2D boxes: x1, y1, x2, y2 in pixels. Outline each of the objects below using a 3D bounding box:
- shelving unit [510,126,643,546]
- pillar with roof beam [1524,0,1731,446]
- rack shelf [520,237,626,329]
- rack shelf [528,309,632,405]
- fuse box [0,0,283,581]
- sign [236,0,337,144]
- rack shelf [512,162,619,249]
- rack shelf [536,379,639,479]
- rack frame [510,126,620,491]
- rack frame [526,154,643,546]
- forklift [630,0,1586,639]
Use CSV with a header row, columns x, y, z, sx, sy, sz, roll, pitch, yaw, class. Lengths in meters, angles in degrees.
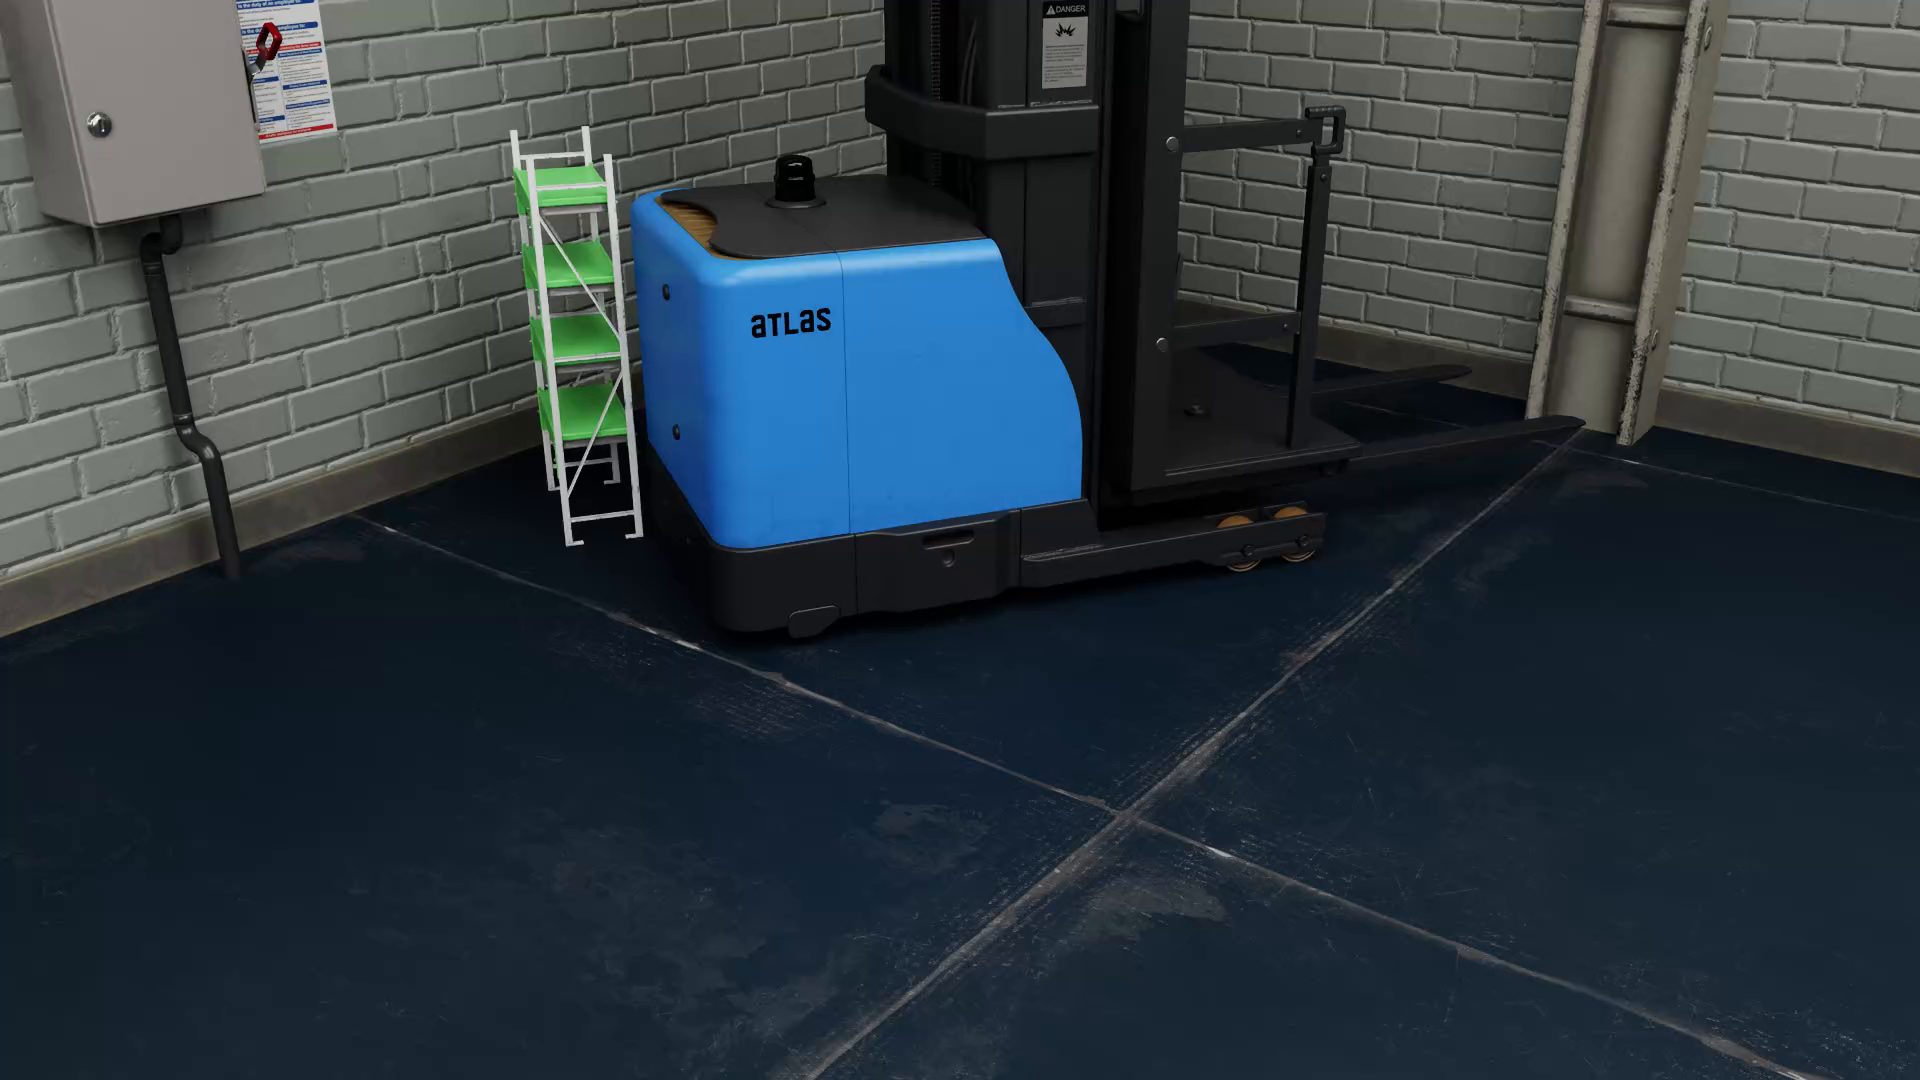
x,y,z,sx,sy,sz,roll,pitch,yaw,class
-1.200,-0.641,5.216,0.258,1.200,0.503,-8,25,-17,shelving unit
-0.219,-3.167,1.278,0.400,9.000,9.100,17,29,33,pillar with roof beam
-1.200,-0.802,5.145,0.258,0.148,0.480,-8,25,-17,rack shelf
-1.200,-0.582,5.241,0.258,0.148,0.480,-8,25,-17,rack shelf
-2.144,-0.674,4.659,0.414,1.711,0.539,17,29,33,fuse box
-2.013,-1.430,4.893,0.001,0.494,0.329,17,29,33,sign
-1.200,-1.021,5.048,0.258,0.148,0.480,-8,25,-17,rack shelf
-1.200,-0.362,5.338,0.258,0.148,0.480,-8,25,-17,rack shelf
-1.280,-0.734,5.427,0.240,1.200,0.015,-8,25,-17,rack frame
-1.121,-0.548,5.005,0.240,1.200,0.015,-8,25,-17,rack frame
0.579,-1.433,4.868,3.031,2.935,1.130,-9,25,-20,forklift
